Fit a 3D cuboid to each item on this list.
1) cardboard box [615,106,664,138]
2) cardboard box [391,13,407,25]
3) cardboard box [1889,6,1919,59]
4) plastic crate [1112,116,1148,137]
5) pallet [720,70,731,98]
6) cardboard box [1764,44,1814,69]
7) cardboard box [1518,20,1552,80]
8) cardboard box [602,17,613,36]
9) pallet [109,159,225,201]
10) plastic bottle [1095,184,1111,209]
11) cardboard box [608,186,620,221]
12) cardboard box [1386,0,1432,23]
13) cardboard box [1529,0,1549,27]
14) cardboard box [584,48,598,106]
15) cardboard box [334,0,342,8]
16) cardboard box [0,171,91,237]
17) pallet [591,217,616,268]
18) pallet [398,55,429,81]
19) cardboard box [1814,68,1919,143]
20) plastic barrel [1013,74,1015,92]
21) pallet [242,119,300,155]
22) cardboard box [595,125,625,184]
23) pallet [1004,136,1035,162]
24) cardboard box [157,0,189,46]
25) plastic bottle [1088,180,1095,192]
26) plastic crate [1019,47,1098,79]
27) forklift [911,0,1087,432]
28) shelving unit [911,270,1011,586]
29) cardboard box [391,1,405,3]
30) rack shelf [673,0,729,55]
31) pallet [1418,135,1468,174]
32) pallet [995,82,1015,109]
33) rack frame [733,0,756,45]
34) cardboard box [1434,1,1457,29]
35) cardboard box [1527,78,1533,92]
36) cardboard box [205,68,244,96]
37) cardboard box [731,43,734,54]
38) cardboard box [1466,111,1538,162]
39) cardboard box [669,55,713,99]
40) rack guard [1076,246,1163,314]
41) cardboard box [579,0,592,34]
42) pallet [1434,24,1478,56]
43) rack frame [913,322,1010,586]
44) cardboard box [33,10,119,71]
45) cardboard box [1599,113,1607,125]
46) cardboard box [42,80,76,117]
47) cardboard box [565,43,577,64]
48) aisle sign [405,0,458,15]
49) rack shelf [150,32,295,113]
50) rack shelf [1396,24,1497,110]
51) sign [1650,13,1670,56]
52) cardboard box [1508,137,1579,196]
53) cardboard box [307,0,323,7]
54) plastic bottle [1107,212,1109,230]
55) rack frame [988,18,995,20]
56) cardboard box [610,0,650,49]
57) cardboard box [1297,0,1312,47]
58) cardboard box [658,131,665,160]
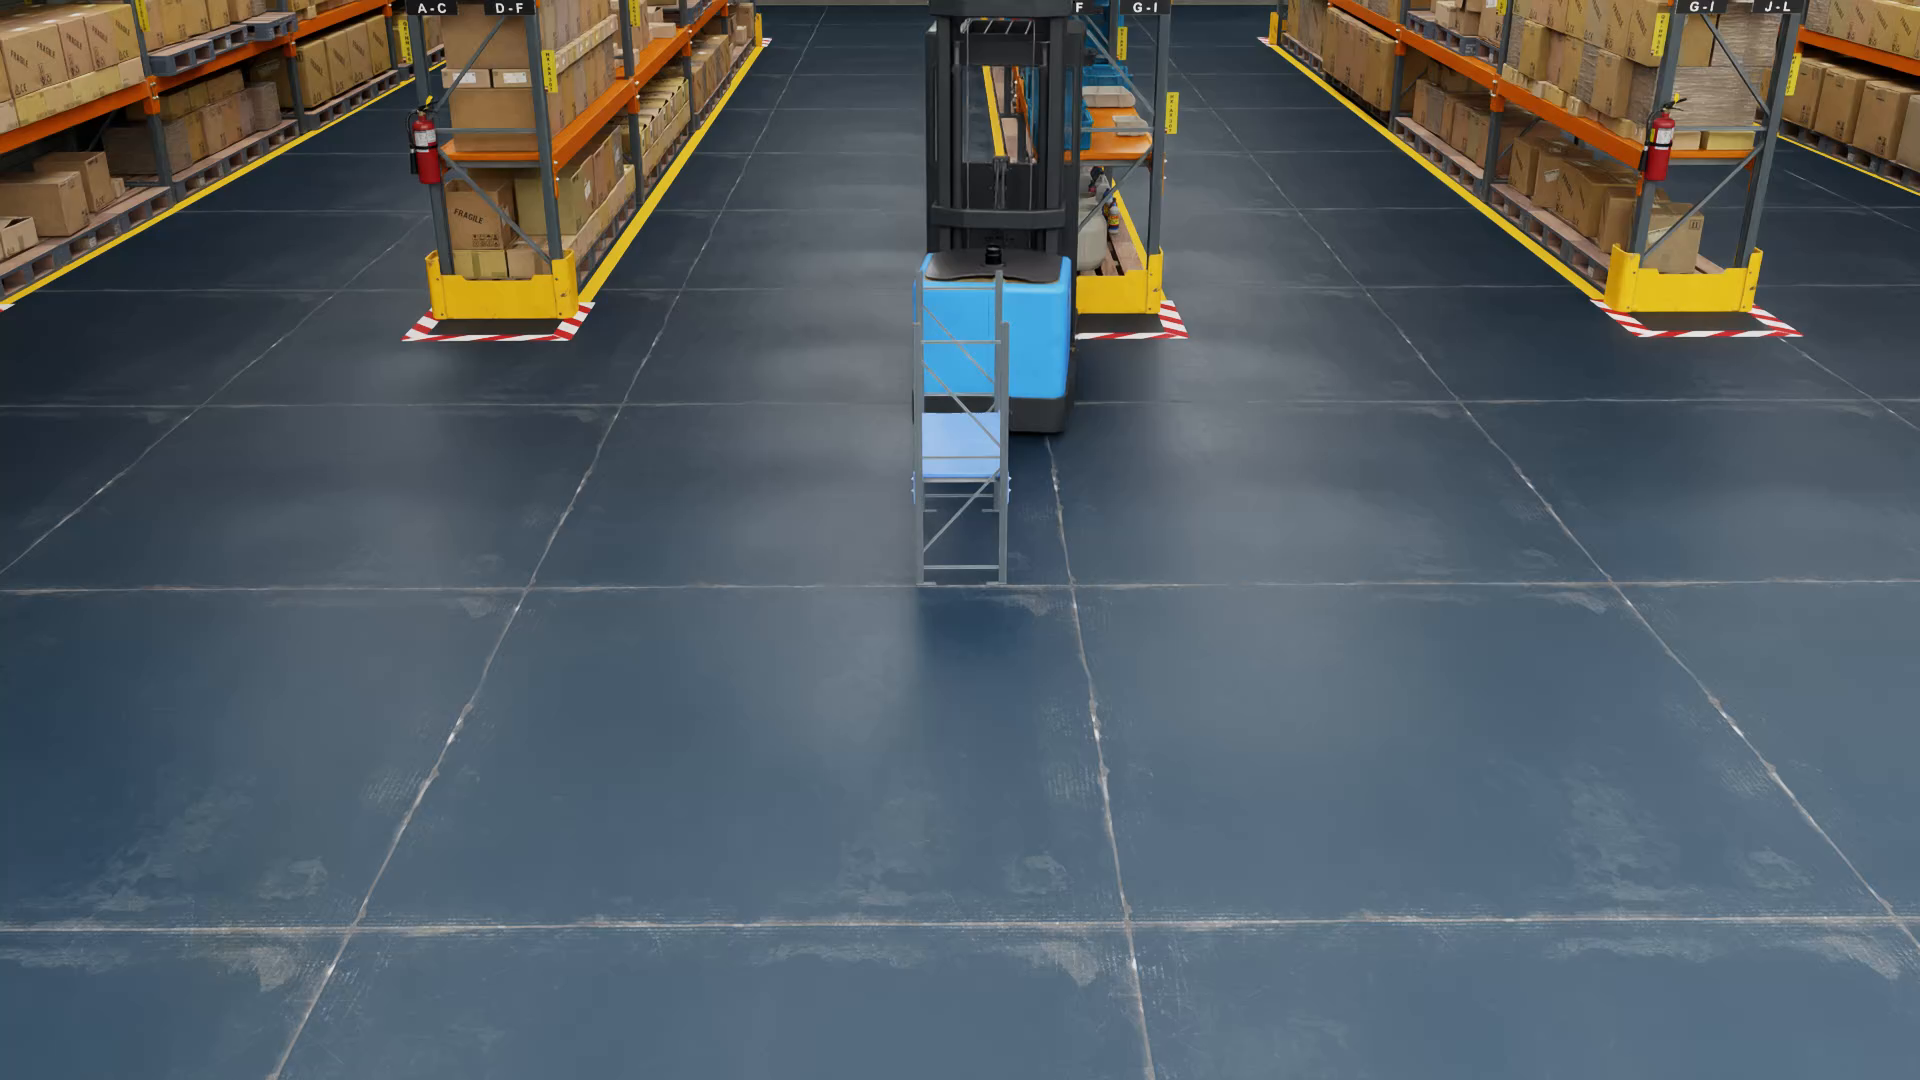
[{"bbox_3d":[-3.612,-4.715,18.682,0.500,0.311,0.500,-1,24,-2],"label":"cardboard box"},{"bbox_3d":[-8.617,-8.001,25.538,0.380,0.149,0.250,1,24,1],"label":"cardboard box"},{"bbox_3d":[10.733,-5.629,18.436,0.500,0.500,0.500,0,24,0],"label":"cardboard box"},{"bbox_3d":[1.459,-3.553,14.285,0.298,0.136,0.250,0,24,-1],"label":"plastic crate"},{"bbox_3d":[-3.890,-6.621,24.133,1.003,0.211,1.213,0,24,-1],"label":"pallet"},{"bbox_3d":[10.704,-6.277,21.602,0.500,0.250,0.500,-1,24,-2],"label":"cardboard box"},{"bbox_3d":[5.970,-4.762,16.157,0.875,0.500,0.500,0,24,-1],"label":"cardboard box"},{"bbox_3d":[-3.632,-5.058,16.385,0.380,0.149,0.250,-1,24,-2],"label":"cardboard box"},{"bbox_3d":[-8.813,-3.956,18.242,1.003,0.211,1.213,0,24,-1],"label":"pallet"},{"bbox_3d":[1.402,-3.367,16.326,0.152,0.276,0.135,0,24,0],"label":"plastic bottle"},{"bbox_3d":[-3.610,-3.266,16.159,0.500,0.250,0.500,0,24,-1],"label":"cardboard box"},{"bbox_3d":[5.759,-6.869,21.176,0.500,0.500,0.500,0,24,1],"label":"cardboard box"},{"bbox_3d":[5.814,-5.217,15.950,0.500,0.500,0.500,0,24,-1],"label":"cardboard box"},{"bbox_3d":[-3.825,-4.369,15.648,0.700,0.500,0.500,0,24,0],"label":"cardboard box"},{"bbox_3d":[-8.642,-7.326,22.589,0.380,0.149,0.250,0,24,1],"label":"cardboard box"},{"bbox_3d":[-8.641,-3.142,15.557,0.700,0.500,0.500,-2,24,-4],"label":"cardboard box"},{"bbox_3d":[-3.866,-2.828,15.746,1.003,0.211,1.213,0,24,-1],"label":"pallet"},{"bbox_3d":[-8.820,-7.246,25.515,1.003,0.211,1.213,0,24,-1],"label":"pallet"},{"bbox_3d":[10.903,-5.157,19.732,1.050,0.750,0.750,0,24,0],"label":"cardboard box"},{"bbox_3d":[1.025,-6.358,22.585,0.600,0.588,0.708,0,24,-1],"label":"plastic barrel"},{"bbox_3d":[-8.839,-4.962,20.465,1.003,0.211,1.213,0,24,-1],"label":"pallet"},{"bbox_3d":[-3.632,-3.814,16.460,0.500,0.500,0.500,0,24,-1],"label":"cardboard box"},{"bbox_3d":[1.040,-4.508,19.460,1.003,0.211,1.213,0,24,-1],"label":"pallet"},{"bbox_3d":[-8.773,-5.592,17.820,0.700,0.500,0.500,2,24,5],"label":"cardboard box"},{"bbox_3d":[1.302,-3.426,16.448,0.061,0.283,0.133,0,24,-1],"label":"plastic bottle"},{"bbox_3d":[0.982,-4.706,16.591,0.767,0.338,0.504,0,24,-1],"label":"plastic crate"},{"bbox_3d":[0.327,-2.629,12.006,1.130,2.935,3.031,2,24,5],"label":"forklift"},{"bbox_3d":[0.001,-0.648,9.363,0.538,1.500,1.048,0,24,-1],"label":"shelving unit"},{"bbox_3d":[-9.019,-8.650,26.971,0.380,0.149,0.250,0,24,0],"label":"cardboard box"},{"bbox_3d":[-3.915,-7.075,22.625,1.077,0.370,4.000,0,24,-1],"label":"rack shelf"},{"bbox_3d":[6.030,-4.527,19.504,1.003,0.211,1.213,0,24,-1],"label":"pallet"},{"bbox_3d":[0.999,-6.155,23.102,1.003,0.211,1.213,0,24,-1],"label":"pallet"},{"bbox_3d":[-3.980,-9.875,27.944,1.000,3.000,0.127,0,24,-1],"label":"rack frame"},{"bbox_3d":[5.801,-6.053,19.165,0.500,0.250,0.500,-1,24,-2],"label":"cardboard box"},{"bbox_3d":[5.790,-4.460,16.275,0.380,0.149,0.250,0,24,-1],"label":"cardboard box"},{"bbox_3d":[-8.843,-5.426,19.697,0.500,0.250,0.500,0,24,0],"label":"cardboard box"},{"bbox_3d":[-3.744,-7.666,25.965,0.380,0.166,0.250,0,24,-1],"label":"cardboard box"},{"bbox_3d":[6.085,-4.484,18.524,0.700,0.500,0.500,0,24,-1],"label":"cardboard box"},{"bbox_3d":[-3.624,-6.251,22.431,0.500,0.500,0.500,-1,24,-1],"label":"cardboard box"},{"bbox_3d":[1.099,-2.195,13.996,1.175,0.500,0.348,0,24,-1],"label":"rack guard"},{"bbox_3d":[-3.827,-4.969,15.402,0.700,0.500,0.500,0,24,-1],"label":"cardboard box"},{"bbox_3d":[6.075,-5.718,18.986,1.003,0.211,1.213,0,24,-1],"label":"pallet"},{"bbox_3d":[0.006,-0.439,8.900,0.500,1.500,0.032,0,24,-1],"label":"rack frame"},{"bbox_3d":[-8.477,-4.790,15.948,0.500,0.500,0.500,0,24,-1],"label":"cardboard box"},{"bbox_3d":[5.885,-3.739,14.682,0.380,0.149,0.250,0,24,-1],"label":"cardboard box"},{"bbox_3d":[-8.470,-4.033,15.186,0.500,0.250,0.500,0,24,0],"label":"cardboard box"},{"bbox_3d":[-3.611,-4.316,14.745,0.380,0.149,0.250,-1,24,-1],"label":"cardboard box"},{"bbox_3d":[-4.099,-4.438,12.768,0.394,0.787,0.004,0,24,-1],"label":"aisle sign"},{"bbox_3d":[-8.825,-5.403,18.928,1.077,0.370,4.000,0,24,-1],"label":"rack shelf"},{"bbox_3d":[6.034,-5.469,19.076,1.077,0.370,4.000,0,24,-1],"label":"rack shelf"},{"bbox_3d":[5.545,-4.002,13.170,0.100,0.325,0.005,0,24,-1],"label":"sign"},{"bbox_3d":[6.021,-3.860,17.169,0.500,0.500,0.500,-1,24,-2],"label":"cardboard box"},{"bbox_3d":[-8.592,-7.162,21.438,0.500,0.500,0.500,1,24,1],"label":"cardboard box"},{"bbox_3d":[1.438,-3.019,15.647,0.097,0.201,0.097,0,24,0],"label":"plastic bottle"},{"bbox_3d":[0.973,-9.895,27.989,1.000,3.000,0.127,0,24,-1],"label":"rack frame"},{"bbox_3d":[-3.859,-5.932,19.106,0.500,0.500,0.500,-2,24,-3],"label":"cardboard box"},{"bbox_3d":[6.022,-8.503,26.978,0.875,0.875,0.875,0,24,-1],"label":"cardboard box"},{"bbox_3d":[-3.619,-4.460,18.798,0.500,0.250,0.500,-1,24,-2],"label":"cardboard box"}]
